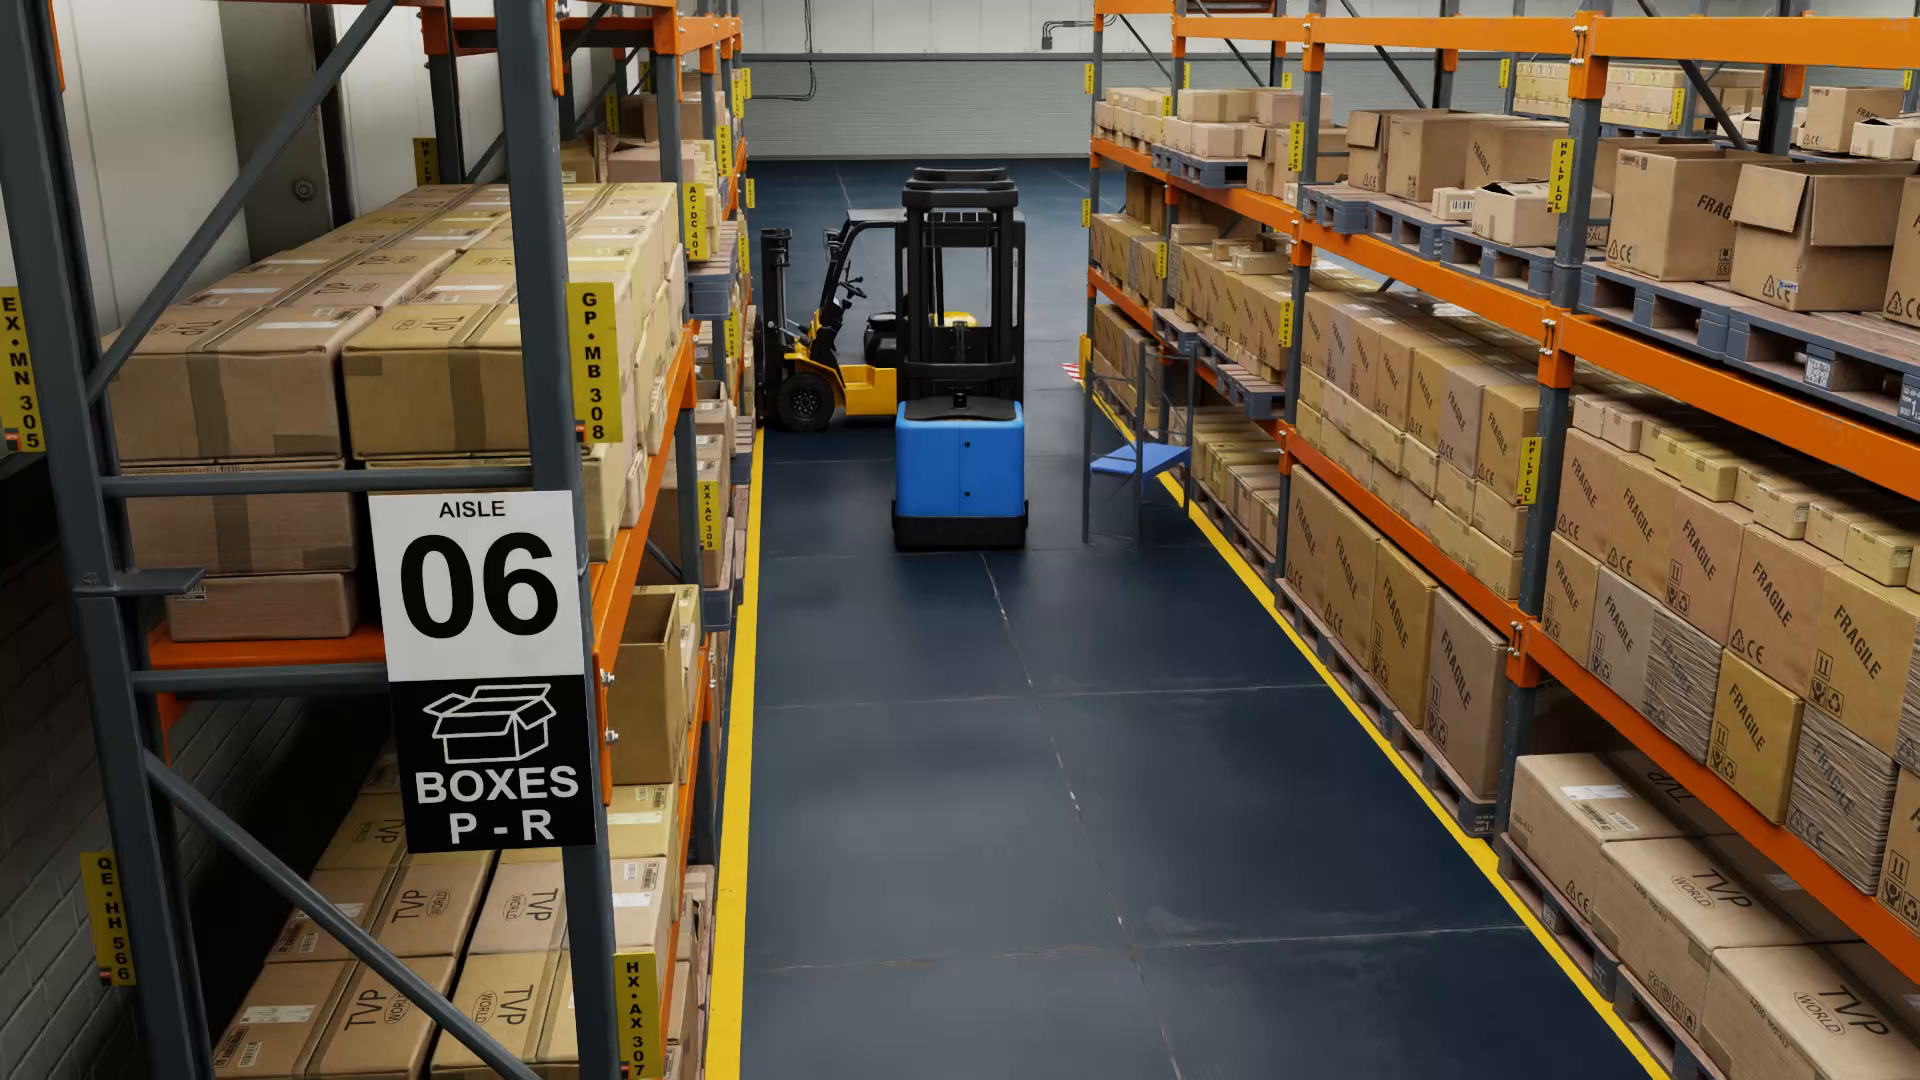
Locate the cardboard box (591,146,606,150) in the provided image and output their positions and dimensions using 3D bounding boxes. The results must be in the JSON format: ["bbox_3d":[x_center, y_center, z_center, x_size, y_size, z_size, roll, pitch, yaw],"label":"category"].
[{"bbox_3d":[-2.312,-2.295,10.059,0.380,0.149,0.250,-2,18,-6],"label":"cardboard box"}]

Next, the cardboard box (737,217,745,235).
[{"bbox_3d":[-2.446,-3.276,17.359,0.380,0.149,0.250,-1,17,-5],"label":"cardboard box"}]

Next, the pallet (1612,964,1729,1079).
[{"bbox_3d":[3.381,2.090,6.668,1.003,0.211,1.213,-2,18,-6],"label":"pallet"}]

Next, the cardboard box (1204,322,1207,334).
[{"bbox_3d":[2.299,-1.815,14.169,0.380,0.149,0.250,-2,18,-5],"label":"cardboard box"}]

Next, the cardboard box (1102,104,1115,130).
[{"bbox_3d":[1.843,-4.602,18.075,0.500,0.250,0.500,-2,18,-6],"label":"cardboard box"}]

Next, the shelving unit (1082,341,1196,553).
[{"bbox_3d":[1.475,-0.784,13.669,0.538,1.500,1.048,10,20,29],"label":"shelving unit"}]

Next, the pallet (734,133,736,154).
[{"bbox_3d":[-2.625,-3.705,15.611,1.003,0.211,1.213,-2,18,-6],"label":"pallet"}]

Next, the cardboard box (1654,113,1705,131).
[{"bbox_3d":[6.983,-4.058,16.140,0.380,0.149,0.250,-2,18,-6],"label":"cardboard box"}]

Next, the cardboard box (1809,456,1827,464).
[{"bbox_3d":[3.640,-0.281,6.646,0.380,0.149,0.250,-2,18,-6],"label":"cardboard box"}]

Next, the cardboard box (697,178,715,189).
[{"bbox_3d":[-1.363,-1.637,7.932,0.380,0.149,0.250,-2,18,-7],"label":"cardboard box"}]

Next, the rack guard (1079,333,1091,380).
[{"bbox_3d":[2.021,-2.194,19.830,1.175,0.500,0.348,-2,18,-6],"label":"rack guard"}]

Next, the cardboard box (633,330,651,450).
[{"bbox_3d":[-1.160,-0.433,4.796,0.500,0.250,0.500,-2,18,-7],"label":"cardboard box"}]

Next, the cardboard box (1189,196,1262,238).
[{"bbox_3d":[2.596,-3.022,15.962,0.700,0.500,0.500,-2,18,-6],"label":"cardboard box"}]

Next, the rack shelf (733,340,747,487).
[{"bbox_3d":[-2.305,-1.124,13.450,1.077,0.370,4.000,-2,18,-6],"label":"rack shelf"}]

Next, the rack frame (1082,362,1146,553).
[{"bbox_3d":[1.219,-0.652,13.250,0.500,1.500,0.032,10,20,29],"label":"rack frame"}]

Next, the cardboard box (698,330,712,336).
[{"bbox_3d":[-1.867,-1.412,11.917,0.380,0.149,0.250,-1,17,-4],"label":"cardboard box"}]

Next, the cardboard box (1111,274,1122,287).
[{"bbox_3d":[1.870,-2.872,18.238,0.380,0.149,0.250,-1,17,-4],"label":"cardboard box"}]

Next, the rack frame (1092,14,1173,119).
[{"bbox_3d":[2.013,-6.271,18.630,1.000,3.000,0.127,-2,18,-6],"label":"rack frame"}]

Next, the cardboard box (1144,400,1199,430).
[{"bbox_3d":[2.098,-1.274,16.616,0.500,0.250,0.500,-1,17,-3],"label":"cardboard box"}]

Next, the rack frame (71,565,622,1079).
[{"bbox_3d":[-1.273,1.512,3.852,1.000,3.000,0.127,-2,18,-6],"label":"rack frame"}]

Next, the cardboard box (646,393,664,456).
[{"bbox_3d":[-1.136,-0.361,5.230,0.380,0.149,0.250,-2,18,-6],"label":"cardboard box"}]

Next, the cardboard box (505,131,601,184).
[{"bbox_3d":[-1.786,-1.667,7.336,0.396,0.266,0.258,-2,18,-6],"label":"cardboard box"}]

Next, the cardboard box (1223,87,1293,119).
[{"bbox_3d":[2.612,-3.847,14.630,0.500,0.250,0.500,-1,17,-4],"label":"cardboard box"}]

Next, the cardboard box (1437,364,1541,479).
[{"bbox_3d":[2.894,-0.638,8.865,0.500,0.500,0.500,-1,17,-5],"label":"cardboard box"}]

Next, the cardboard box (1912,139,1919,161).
[{"bbox_3d":[7.471,-2.948,12.574,0.380,0.166,0.250,-2,18,-6],"label":"cardboard box"}]

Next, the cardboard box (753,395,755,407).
[{"bbox_3d":[-2.368,-1.409,17.047,0.500,0.250,0.500,-1,17,-5],"label":"cardboard box"}]

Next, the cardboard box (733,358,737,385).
[{"bbox_3d":[-2.060,-1.397,13.370,0.500,0.250,0.500,-1,17,-4],"label":"cardboard box"}]

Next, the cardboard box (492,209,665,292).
[{"bbox_3d":[-1.289,-0.974,5.684,0.500,0.250,0.500,-1,17,-5],"label":"cardboard box"}]

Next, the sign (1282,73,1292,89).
[{"bbox_3d":[2.978,-4.101,15.204,0.100,0.325,0.005,-2,18,-6],"label":"sign"}]

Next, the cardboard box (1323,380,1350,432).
[{"bbox_3d":[2.697,-0.880,10.888,0.500,0.250,0.500,-1,17,-4],"label":"cardboard box"}]

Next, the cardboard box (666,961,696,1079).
[{"bbox_3d":[-1.247,1.903,6.080,0.500,0.500,0.500,-1,17,-5],"label":"cardboard box"}]

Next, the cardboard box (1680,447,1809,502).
[{"bbox_3d":[3.099,-0.259,6.576,0.380,0.149,0.250,-2,18,-7],"label":"cardboard box"}]

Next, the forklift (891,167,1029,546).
[{"bbox_3d":[0.001,-1.738,14.320,1.130,2.935,3.031,0,17,0],"label":"forklift"}]

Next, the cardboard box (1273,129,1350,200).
[{"bbox_3d":[2.751,-2.787,12.372,0.700,0.500,0.500,-2,18,-6],"label":"cardboard box"}]

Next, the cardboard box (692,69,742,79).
[{"bbox_3d":[-2.635,-4.857,18.098,0.500,0.500,0.500,-1,17,-4],"label":"cardboard box"}]

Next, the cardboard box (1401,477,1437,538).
[{"bbox_3d":[2.870,-0.191,9.528,0.500,0.250,0.500,-2,18,-7],"label":"cardboard box"}]

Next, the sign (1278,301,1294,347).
[{"bbox_3d":[2.300,-1.521,11.712,0.100,0.325,0.005,-2,18,-6],"label":"sign"}]

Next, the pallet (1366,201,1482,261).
[{"bbox_3d":[3.076,-1.843,9.848,1.003,0.211,1.213,-1,17,-3],"label":"pallet"}]

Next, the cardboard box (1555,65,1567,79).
[{"bbox_3d":[6.748,-5.120,18.189,0.380,0.149,0.250,-2,18,-7],"label":"cardboard box"}]

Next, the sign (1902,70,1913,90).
[{"bbox_3d":[11.331,-5.547,19.870,0.100,0.325,0.005,-2,18,-6],"label":"sign"}]

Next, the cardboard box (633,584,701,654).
[{"bbox_3d":[-1.391,0.394,7.167,0.500,0.250,0.500,-1,17,-4],"label":"cardboard box"}]

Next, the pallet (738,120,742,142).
[{"bbox_3d":[-2.876,-4.432,17.927,1.003,0.211,1.213,-2,18,-6],"label":"pallet"}]

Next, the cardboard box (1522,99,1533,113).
[{"bbox_3d":[6.670,-4.964,19.023,0.380,0.149,0.250,-2,18,-5],"label":"cardboard box"}]

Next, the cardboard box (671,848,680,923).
[{"bbox_3d":[-1.118,1.140,5.456,0.380,0.149,0.250,-2,18,-7],"label":"cardboard box"}]

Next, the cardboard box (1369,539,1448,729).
[{"bbox_3d":[3.007,0.528,9.833,0.875,0.875,0.875,-1,17,-4],"label":"cardboard box"}]

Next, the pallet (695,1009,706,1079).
[{"bbox_3d":[-1.487,2.220,6.254,1.003,0.211,1.213,-2,18,-6],"label":"pallet"}]

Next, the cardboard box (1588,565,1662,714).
[{"bbox_3d":[3.087,0.416,7.176,0.500,0.500,0.500,-2,18,-5],"label":"cardboard box"}]

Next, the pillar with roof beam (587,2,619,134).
[{"bbox_3d":[0.534,-6.015,17.812,9.100,9.000,0.400,-2,18,-6],"label":"pillar with roof beam"}]

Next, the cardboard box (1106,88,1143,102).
[{"bbox_3d":[1.847,-4.989,18.640,0.380,0.149,0.250,-2,18,-6],"label":"cardboard box"}]

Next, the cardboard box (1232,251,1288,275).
[{"bbox_3d":[2.389,-2.204,13.241,0.380,0.149,0.250,-3,18,-8],"label":"cardboard box"}]

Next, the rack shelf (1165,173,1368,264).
[{"bbox_3d":[2.632,-2.709,13.493,1.077,0.370,4.000,-2,18,-6],"label":"rack shelf"}]

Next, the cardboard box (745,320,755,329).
[{"bbox_3d":[-2.445,-2.191,17.867,0.500,0.250,0.500,-2,17,-5],"label":"cardboard box"}]

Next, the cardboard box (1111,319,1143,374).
[{"bbox_3d":[1.926,-2.094,17.977,0.500,0.500,0.500,-1,17,-5],"label":"cardboard box"}]

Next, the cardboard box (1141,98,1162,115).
[{"bbox_3d":[1.978,-4.225,16.209,0.380,0.149,0.250,-1,17,-4],"label":"cardboard box"}]

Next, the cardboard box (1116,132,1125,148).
[{"bbox_3d":[1.862,-4.227,17.544,0.380,0.149,0.250,-2,17,-5],"label":"cardboard box"}]

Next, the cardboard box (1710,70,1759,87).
[{"bbox_3d":[7.612,-4.535,16.327,0.380,0.149,0.250,-2,18,-6],"label":"cardboard box"}]
